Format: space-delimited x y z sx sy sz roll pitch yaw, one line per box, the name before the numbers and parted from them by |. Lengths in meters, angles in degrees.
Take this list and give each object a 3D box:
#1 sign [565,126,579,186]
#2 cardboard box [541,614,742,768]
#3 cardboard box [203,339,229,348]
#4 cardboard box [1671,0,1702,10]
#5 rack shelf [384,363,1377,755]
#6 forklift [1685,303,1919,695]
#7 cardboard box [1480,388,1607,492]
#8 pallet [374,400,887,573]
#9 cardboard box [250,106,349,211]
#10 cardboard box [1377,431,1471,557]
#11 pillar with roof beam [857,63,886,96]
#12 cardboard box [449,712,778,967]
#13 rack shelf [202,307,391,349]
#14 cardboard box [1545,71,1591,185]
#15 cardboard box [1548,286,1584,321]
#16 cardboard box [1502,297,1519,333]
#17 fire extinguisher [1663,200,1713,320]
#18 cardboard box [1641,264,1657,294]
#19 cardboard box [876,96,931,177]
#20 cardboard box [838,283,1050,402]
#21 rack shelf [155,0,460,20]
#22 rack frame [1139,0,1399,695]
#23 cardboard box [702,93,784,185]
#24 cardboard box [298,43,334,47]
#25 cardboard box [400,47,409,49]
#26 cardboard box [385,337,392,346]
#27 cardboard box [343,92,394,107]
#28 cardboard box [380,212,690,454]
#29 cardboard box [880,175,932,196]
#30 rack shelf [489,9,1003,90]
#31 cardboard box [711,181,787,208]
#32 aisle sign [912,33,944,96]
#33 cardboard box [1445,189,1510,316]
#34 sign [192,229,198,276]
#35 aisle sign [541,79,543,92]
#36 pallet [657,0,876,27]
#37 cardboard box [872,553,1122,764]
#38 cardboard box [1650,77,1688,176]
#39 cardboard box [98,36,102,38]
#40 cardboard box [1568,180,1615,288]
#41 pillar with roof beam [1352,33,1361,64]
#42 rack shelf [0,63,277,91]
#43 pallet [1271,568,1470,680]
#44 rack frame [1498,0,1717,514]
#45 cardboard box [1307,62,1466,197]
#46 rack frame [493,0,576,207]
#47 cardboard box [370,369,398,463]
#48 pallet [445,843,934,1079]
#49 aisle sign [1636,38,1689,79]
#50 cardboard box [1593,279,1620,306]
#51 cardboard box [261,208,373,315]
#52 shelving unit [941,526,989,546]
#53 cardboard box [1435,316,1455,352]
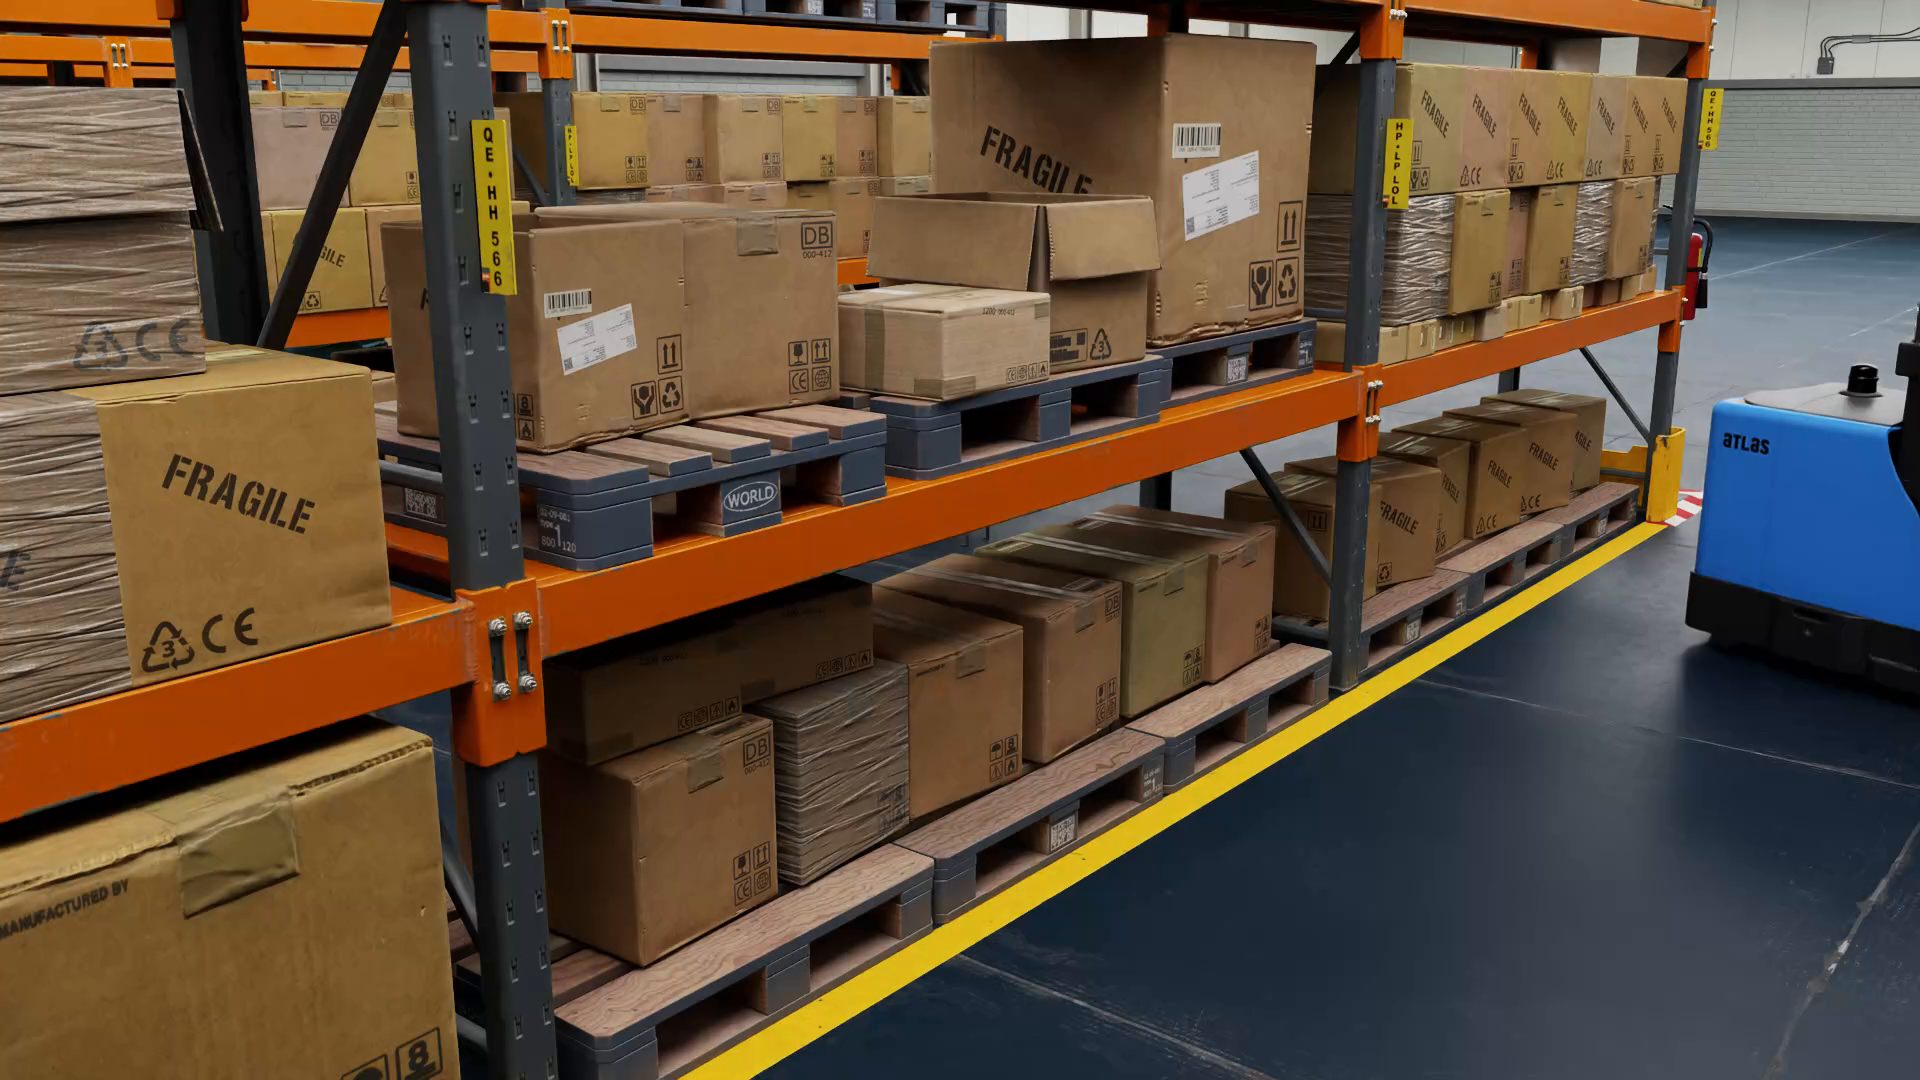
sign | -2.173 -2.150 9.301 0.100 0.325 0.005 11 18 38
cardboard box | -0.923 0.346 4.329 0.500 0.250 0.500 12 19 40
cardboard box | -1.838 -0.153 3.431 0.500 0.500 0.500 12 19 39
cardboard box | 3.602 -2.937 8.806 0.500 0.250 0.500 12 18 39
rack shelf | -0.064 -0.190 5.241 1.077 0.370 4.000 11 18 38
forklift | 4.411 -0.732 6.052 1.130 2.935 3.031 -9 17 -30
cardboard box | 3.302 -0.563 9.471 0.500 0.500 0.500 -12 18 -39
pallet | -0.956 -0.216 4.270 1.213 0.211 1.003 11 18 38
cardboard box | -3.548 -1.950 8.474 0.700 0.500 0.500 11 18 38
cardboard box | 2.159 -0.226 8.145 0.500 0.500 0.500 9 17 33
pillar with roof beam | 1.888 -8.535 24.442 9.100 9.000 0.400 11 18 38
cardboard box | -0.915 0.711 4.415 0.700 0.500 0.500 10 17 35
rack shelf | -3.858 -0.977 8.338 1.077 0.370 4.000 11 18 38
cardboard box | 2.607 -1.935 7.810 0.500 0.500 0.500 11 18 38
cardboard box | 2.828 -1.176 8.171 0.380 0.149 0.250 11 18 38
cardboard box | 2.329 -1.038 7.627 0.380 0.149 0.250 11 18 38
fire extinguisher | 4.138 -1.601 9.490 0.296 0.674 0.183 11 18 38
cardboard box | 3.689 -1.480 9.366 0.380 0.149 0.250 11 18 38
cardboard box | -0.624 -2.886 11.895 0.875 0.550 0.550 11 18 38
cardboard box | -0.088 -0.572 4.735 0.500 0.250 0.500 11 18 36
rack shelf | -2.578 -0.878 1.856 1.077 0.370 4.000 11 18 38
rack frame | 1.193 -0.922 6.660 1.000 3.000 0.127 11 18 38
cardboard box | -1.641 -2.576 10.672 0.875 0.550 0.550 11 18 38
cardboard box | -5.249 -4.043 13.362 0.380 0.149 0.250 11 18 36
cardboard box | -4.834 -4.201 13.986 0.380 0.149 0.250 11 18 36
cardboard box | -4.956 -1.697 14.442 0.500 0.250 0.500 10 18 36
cardboard box | -5.138 -3.484 13.906 0.700 0.500 0.500 11 18 37
cardboard box | -1.012 -0.517 4.012 0.500 0.500 0.500 9 17 31
cardboard box | -0.614 -2.361 12.019 0.875 0.550 0.550 11 18 38
rack shelf | -1.344 -3.197 10.984 1.077 0.370 4.000 11 18 38
cardboard box | -1.619 -2.048 10.788 0.875 0.550 0.550 11 18 38
aisle sign | -0.276 -3.795 12.689 0.394 0.787 0.004 11 18 38
cardboard box | 1.866 -1.281 7.268 0.875 0.500 0.500 11 18 38
sign | -1.749 -0.761 3.835 0.100 0.325 0.005 11 18 38
aisle sign | -3.736 -4.448 15.262 0.394 0.787 0.004 11 18 38
pallet | -1.312 -3.507 10.925 1.003 0.211 1.213 11 18 38
cardboard box | 0.125 0.386 5.694 0.700 0.500 0.500 9 17 33
cardboard box | 3.554 -2.222 8.938 0.500 0.500 0.500 11 18 38
cardboard box | -6.554 -3.895 12.782 0.380 0.149 0.250 11 18 38
cardboard box | 2.772 -1.576 8.428 0.875 0.500 0.500 11 18 38
pillar with roof beam | 13.201 -11.982 38.012 9.100 9.000 0.400 11 18 38
rack shelf | -9.121 -4.711 16.944 1.077 0.370 4.000 11 18 38
pallet | 1.588 0.295 7.531 1.003 0.211 1.213 11 18 38
rack frame | 3.707 -1.688 9.675 1.000 3.000 0.127 11 18 38
cardboard box | 1.674 -1.646 6.672 0.500 0.500 0.500 11 18 38
rack frame | -2.601 -1.709 9.757 1.000 3.000 0.127 11 18 38
cardboard box | -3.530 -0.505 8.735 1.050 0.750 0.750 11 18 38
pallet | -0.828 1.046 4.576 1.003 0.211 1.213 11 18 38
aisle sign | 3.980 -2.913 9.219 0.394 0.787 0.004 11 18 38
cardboard box | 3.245 -1.331 8.779 0.380 0.149 0.250 11 18 38
cardboard box | -3.356 -1.422 8.427 0.500 0.500 0.500 11 18 38
shelving unit | 0.009 -0.584 8.986 0.258 1.200 0.189 11 18 38
cardboard box | 1.865 -0.893 7.056 0.380 0.149 0.250 11 18 38
